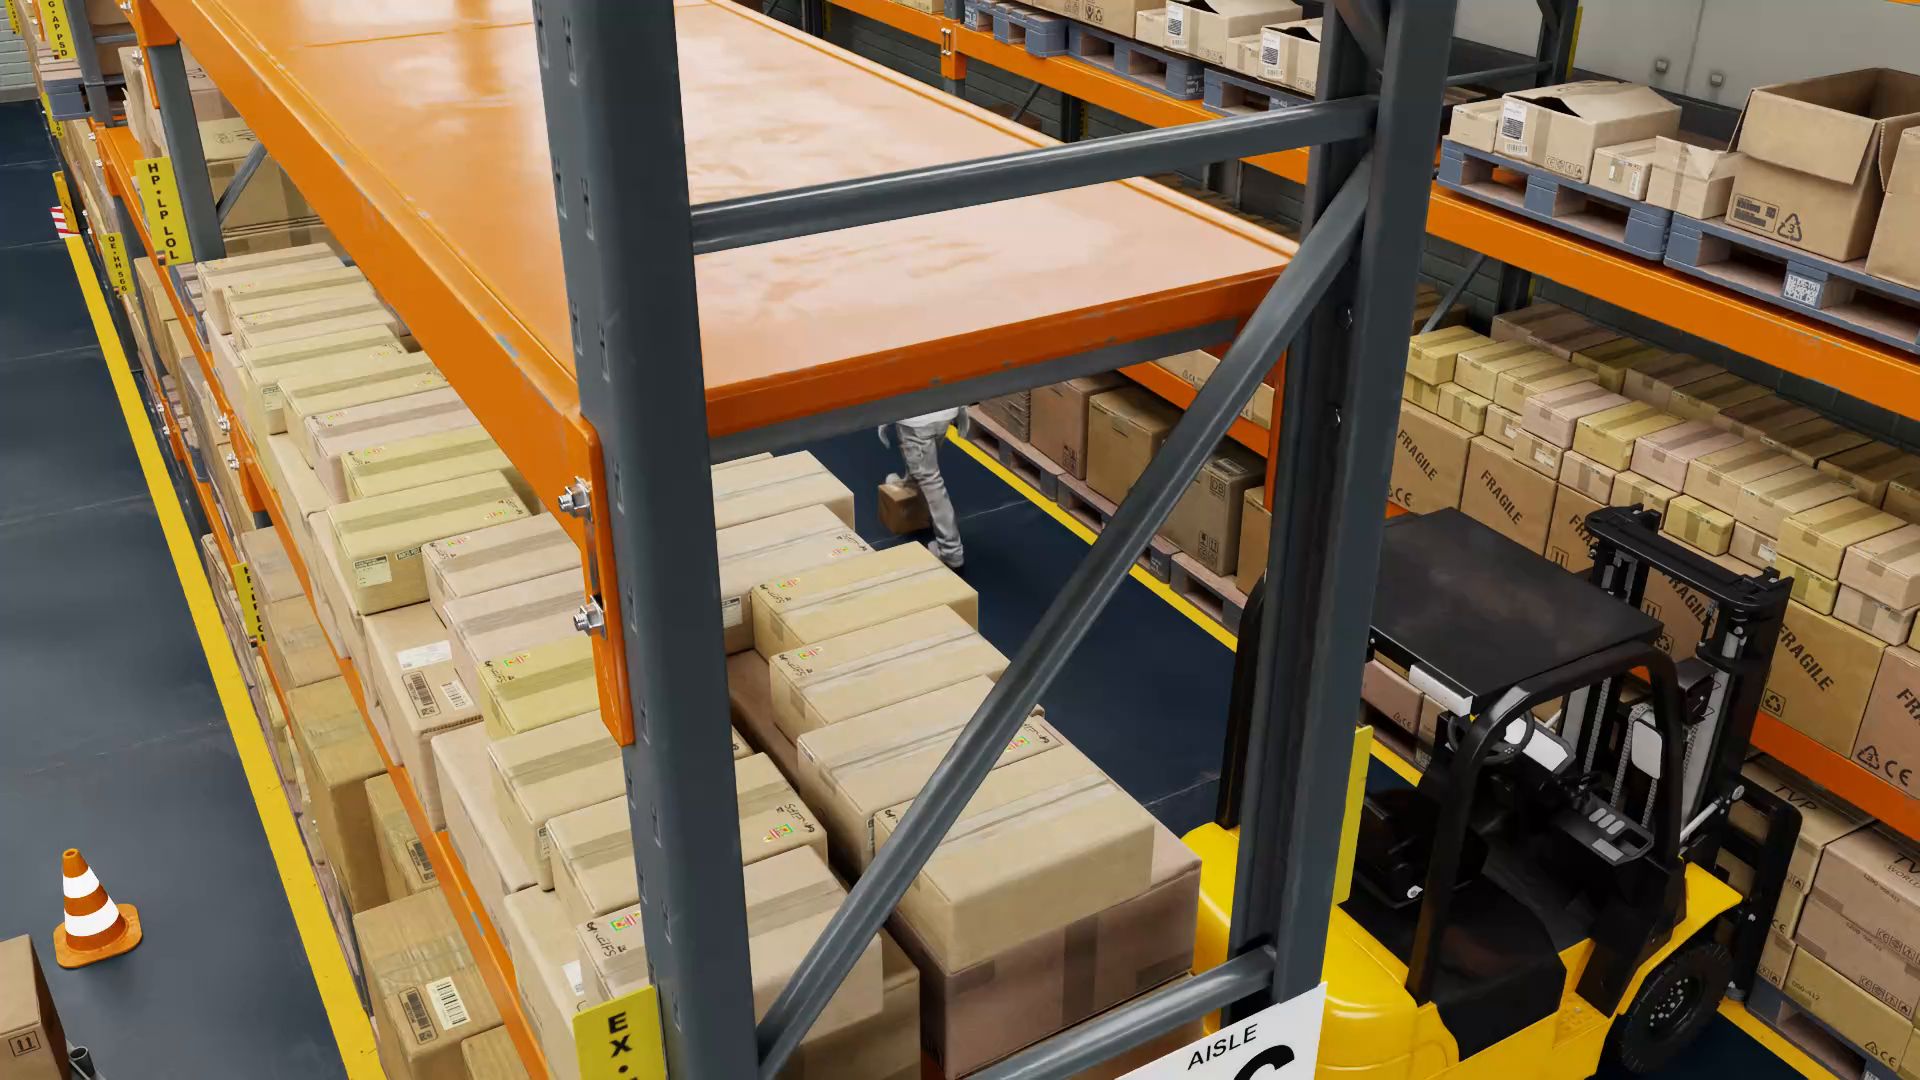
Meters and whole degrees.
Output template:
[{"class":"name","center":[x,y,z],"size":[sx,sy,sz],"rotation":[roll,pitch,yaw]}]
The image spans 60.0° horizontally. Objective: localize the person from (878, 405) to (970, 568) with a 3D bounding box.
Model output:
[{"class":"person","center":[-0.272,-0.790,10.017],"size":[0.565,1.706,1.129],"rotation":[-18,33,-29]}]
